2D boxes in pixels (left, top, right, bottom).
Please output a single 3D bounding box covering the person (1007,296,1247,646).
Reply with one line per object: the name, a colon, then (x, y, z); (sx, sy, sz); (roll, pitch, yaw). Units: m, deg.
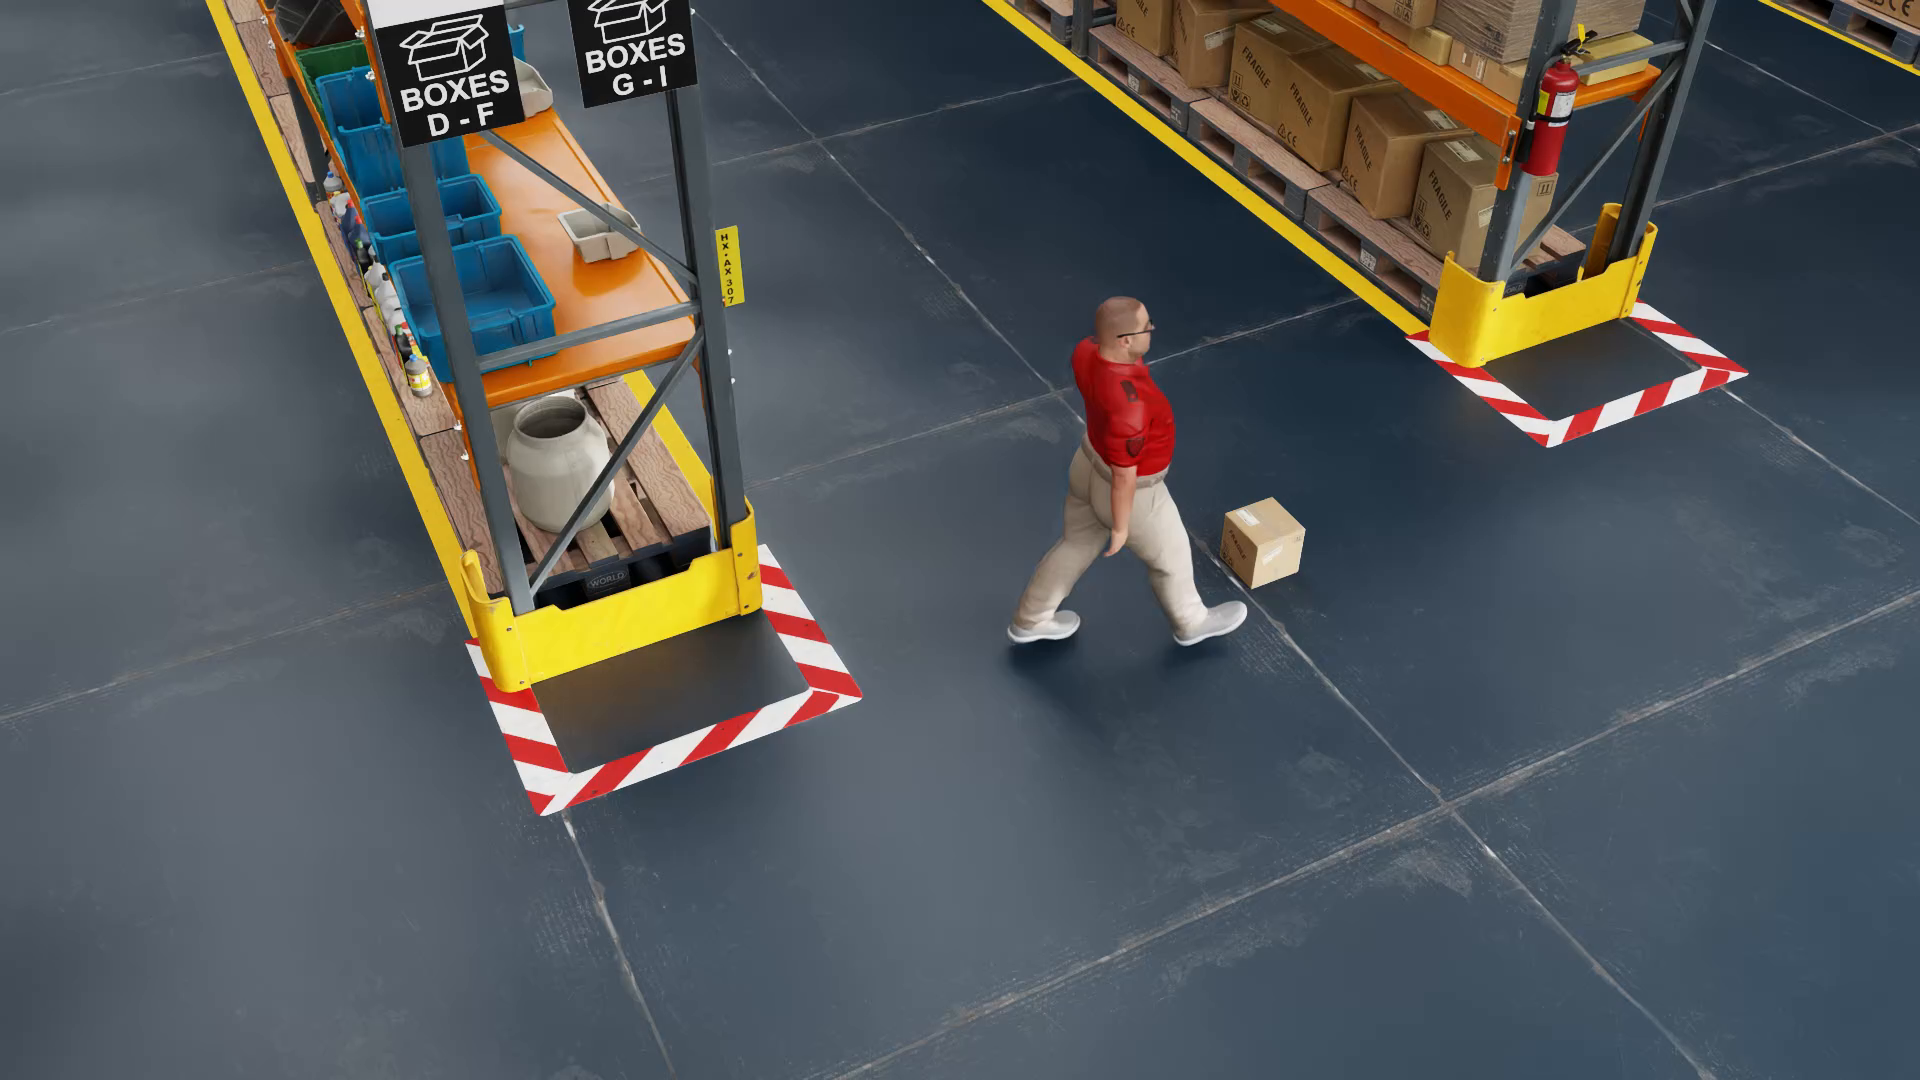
person: (0.688, -0.253, 6.469); (0.956, 1.683, 0.544); (-17, 44, -18)
